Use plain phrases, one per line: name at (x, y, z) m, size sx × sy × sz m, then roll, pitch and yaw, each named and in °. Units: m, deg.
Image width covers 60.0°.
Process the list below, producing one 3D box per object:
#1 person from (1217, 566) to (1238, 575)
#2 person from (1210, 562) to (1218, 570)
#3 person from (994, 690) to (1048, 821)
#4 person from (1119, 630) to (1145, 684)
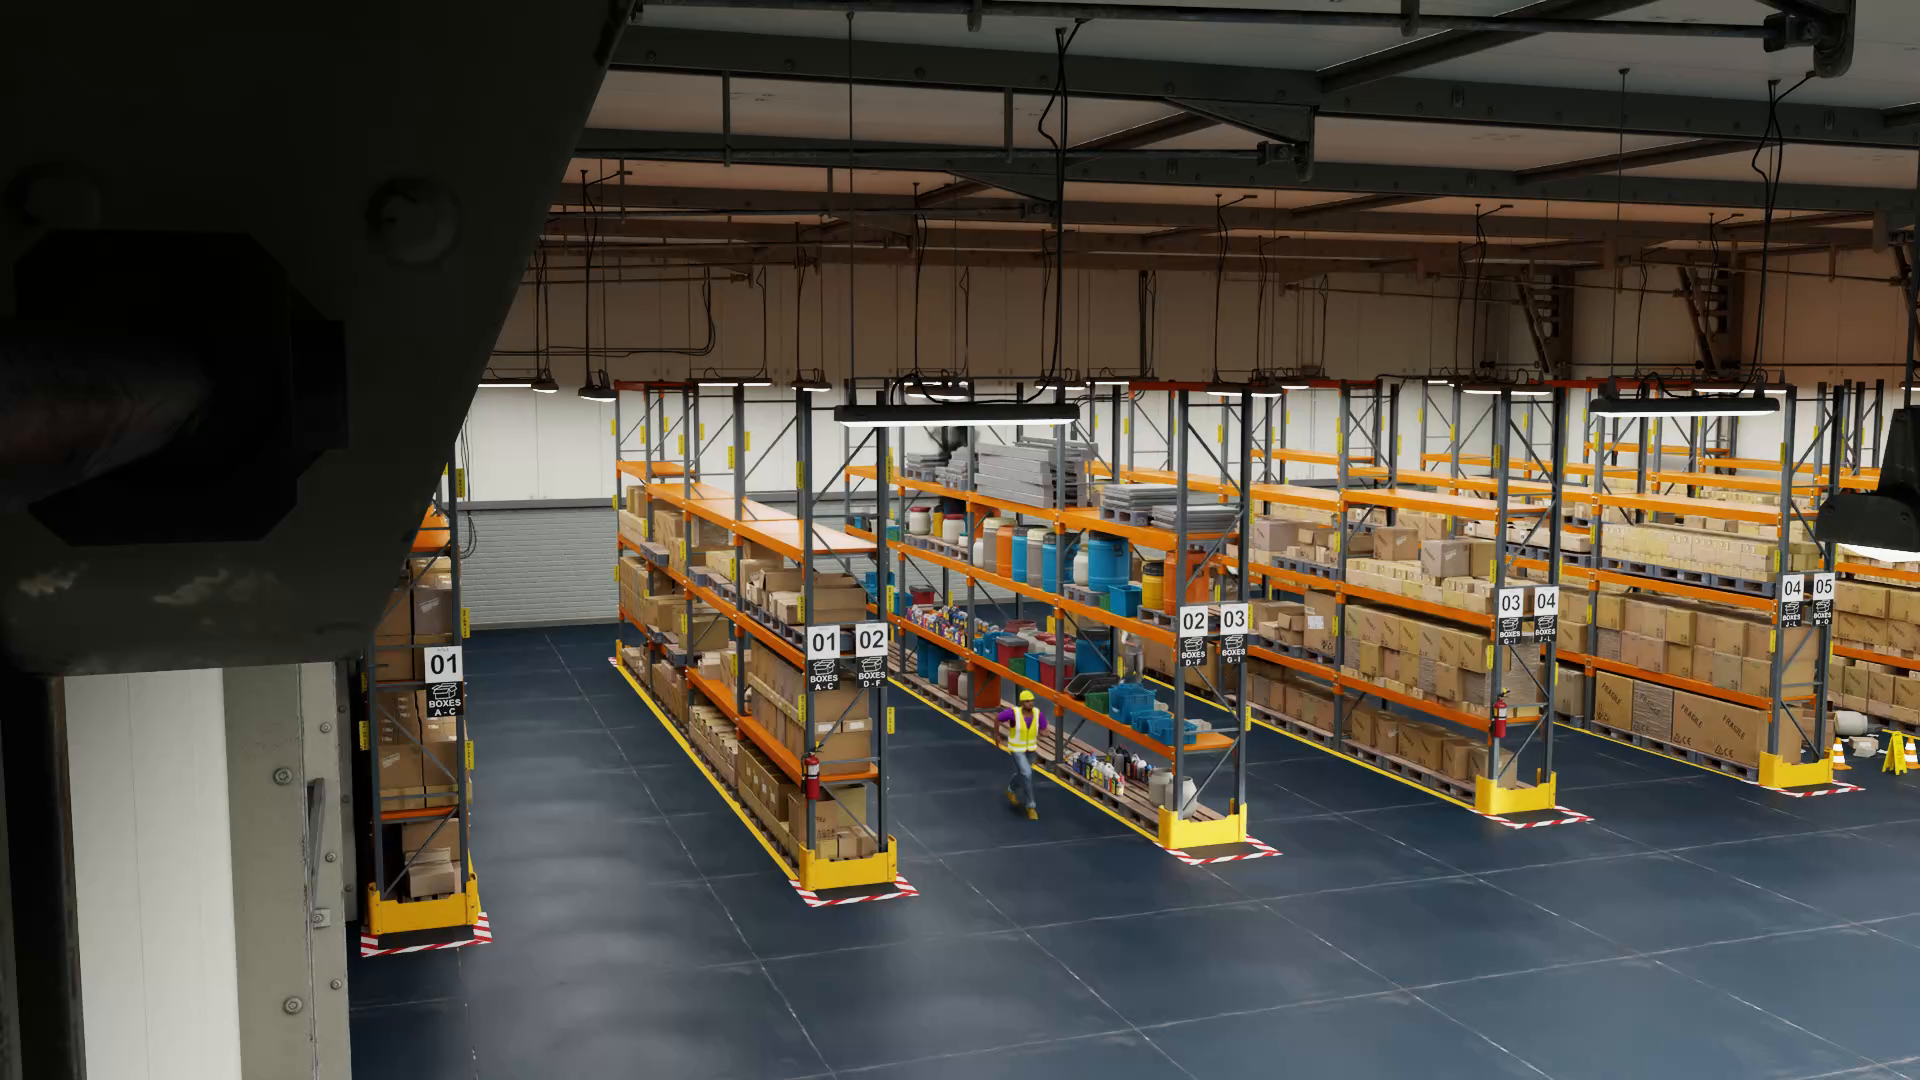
person at (6.450, 1.226, 40.755) m, size 0.643 × 1.686 × 0.671 m, roll -5°, pitch 8°, yaw -40°
person at (5.920, 1.320, 39.328) m, size 0.721 × 1.810 × 0.732 m, roll -1°, pitch 6°, yaw -5°
person at (0.876, 2.989, 23.432) m, size 0.729 × 1.807 × 0.926 m, roll -3°, pitch 7°, yaw -25°
person at (3.303, 2.178, 31.756) m, size 0.541 × 1.593 × 0.870 m, roll -3°, pitch 7°, yaw -25°
